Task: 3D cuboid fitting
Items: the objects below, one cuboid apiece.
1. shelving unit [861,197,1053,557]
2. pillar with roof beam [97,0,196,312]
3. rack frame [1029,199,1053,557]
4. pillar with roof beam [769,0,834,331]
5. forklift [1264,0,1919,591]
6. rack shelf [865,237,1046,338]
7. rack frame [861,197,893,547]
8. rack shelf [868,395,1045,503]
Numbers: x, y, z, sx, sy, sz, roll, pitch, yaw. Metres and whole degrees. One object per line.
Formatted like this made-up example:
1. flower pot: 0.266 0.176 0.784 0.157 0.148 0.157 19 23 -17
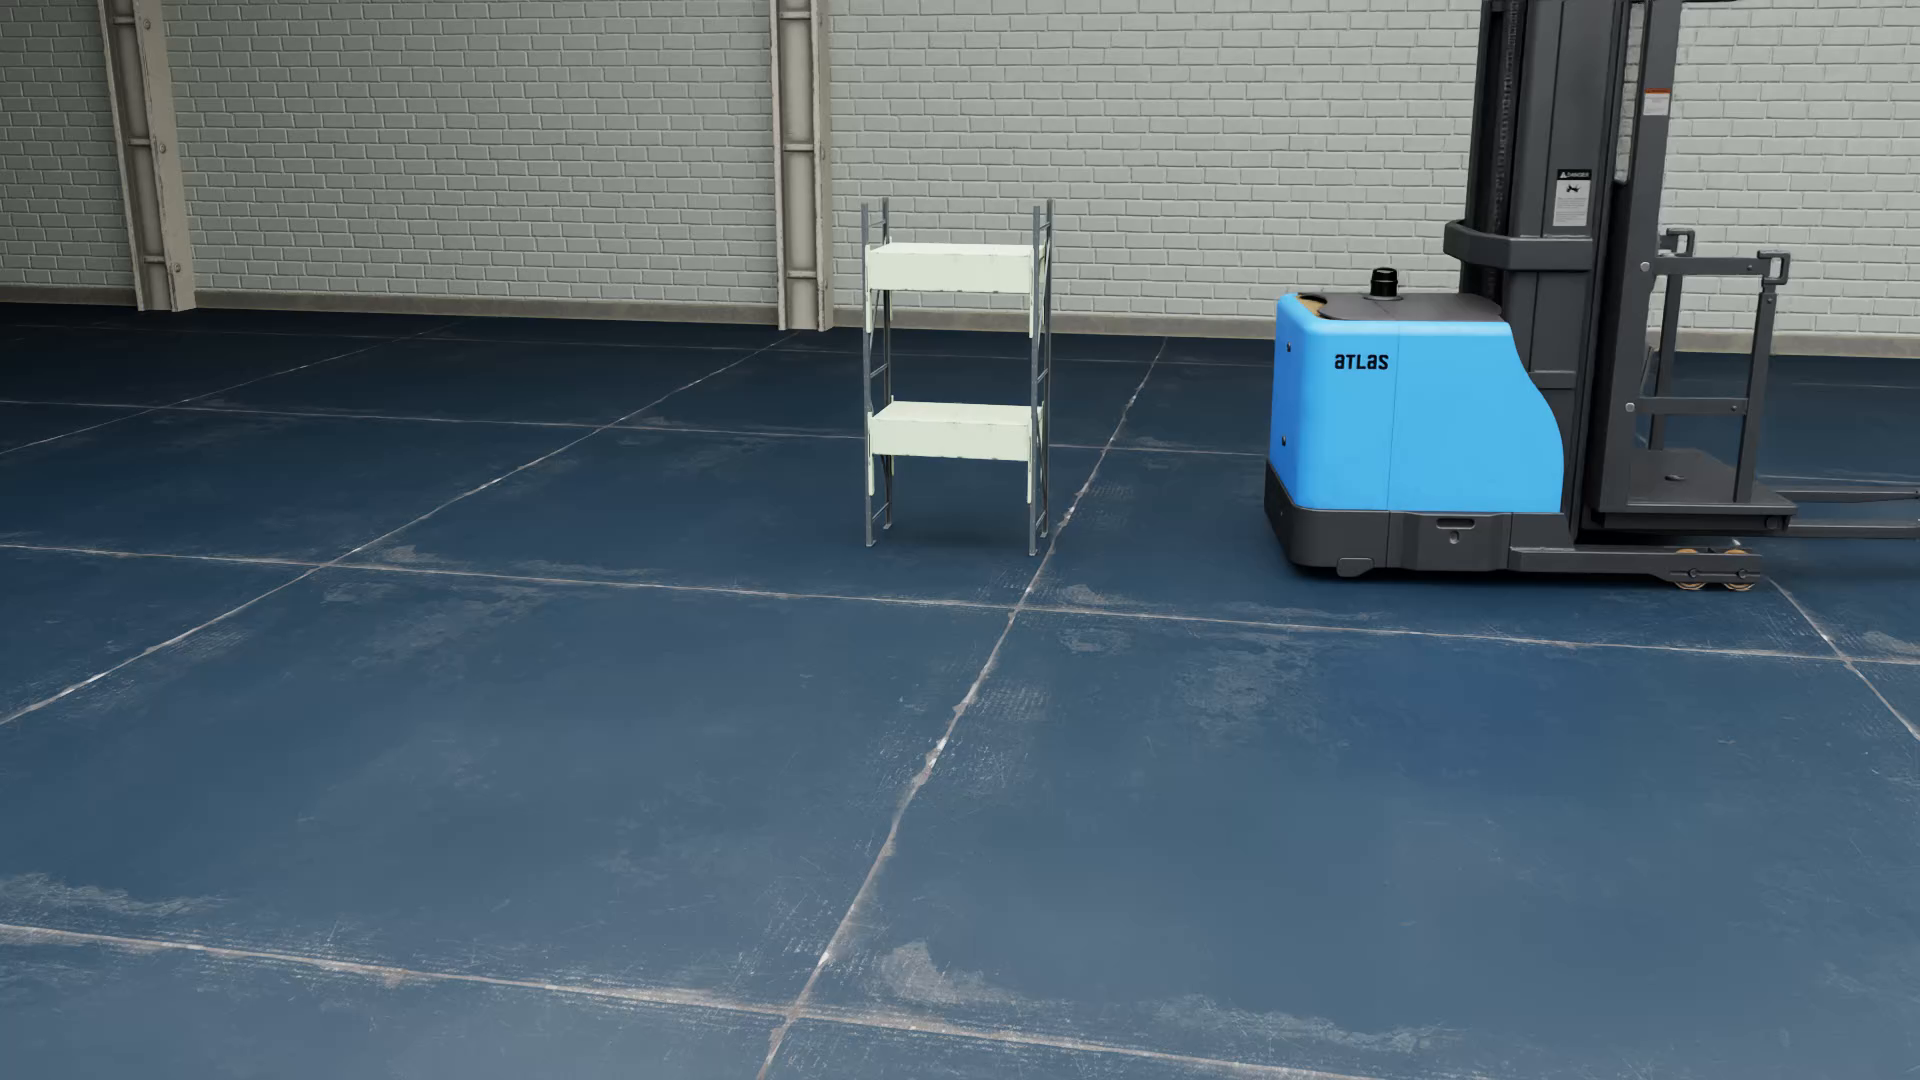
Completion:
1. shelving unit: -0.007 -0.723 7.293 0.755 1.500 0.431 3 16 11
2. pillar with roof beam: -8.018 -5.300 9.770 0.400 9.000 9.100 3 16 11
3. rack frame: 0.352 -0.704 7.223 0.023 1.500 0.400 3 16 11
4. pillar with roof beam: -2.139 -4.981 8.618 0.400 9.000 9.100 3 16 11
5. forklift: 2.905 -1.352 6.883 3.031 2.935 1.130 1 16 3
6. rack shelf: -0.007 -1.099 7.189 0.720 0.370 0.431 3 16 11
7. rack frame: -0.365 -0.743 7.363 0.023 1.500 0.400 3 16 11
8. rack shelf: -0.007 -0.409 7.380 0.720 0.370 0.431 3 16 11
